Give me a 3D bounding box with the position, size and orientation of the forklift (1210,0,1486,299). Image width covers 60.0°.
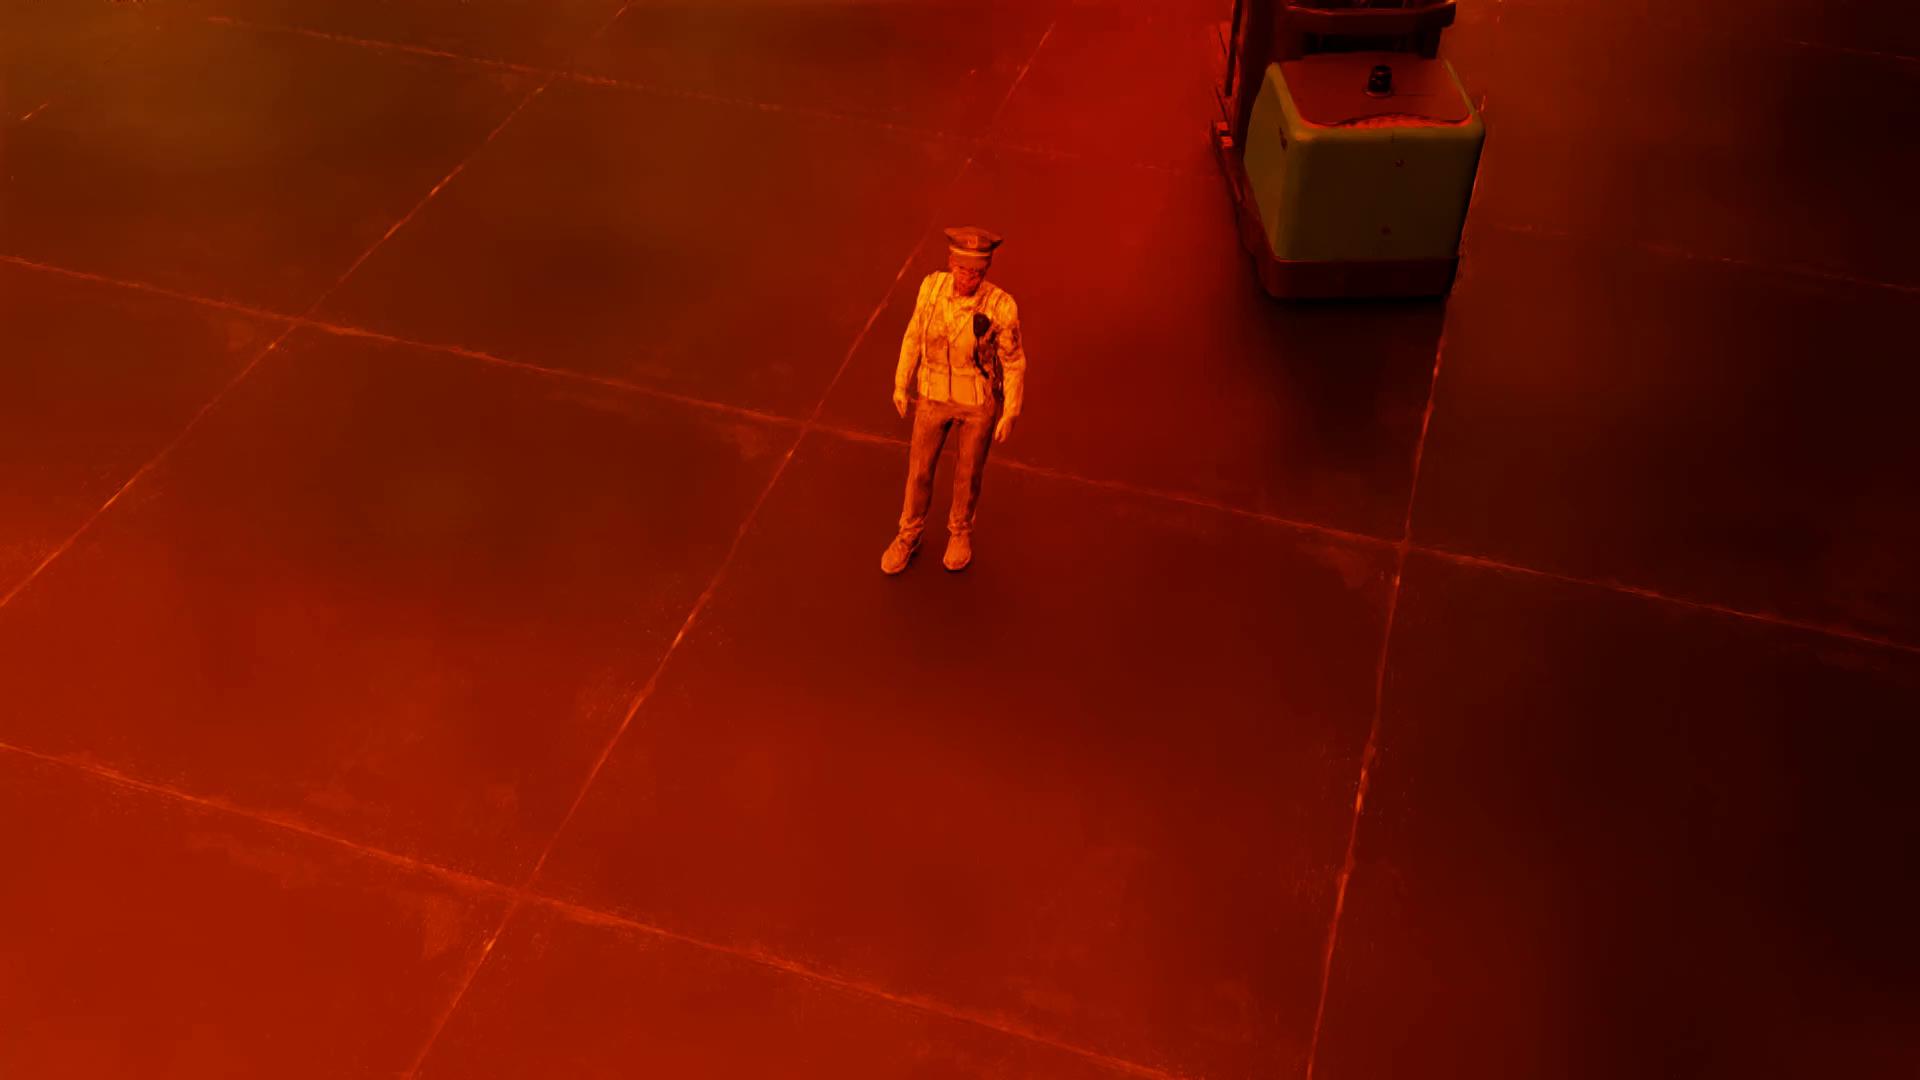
[{"bbox_3d":[2.159,-3.393,9.336,1.130,2.935,3.031,-2,43,-2],"label":"forklift"}]

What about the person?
[{"bbox_3d":[-0.027,-0.583,7.213,0.586,1.695,0.532,12,44,13],"label":"person"}]
